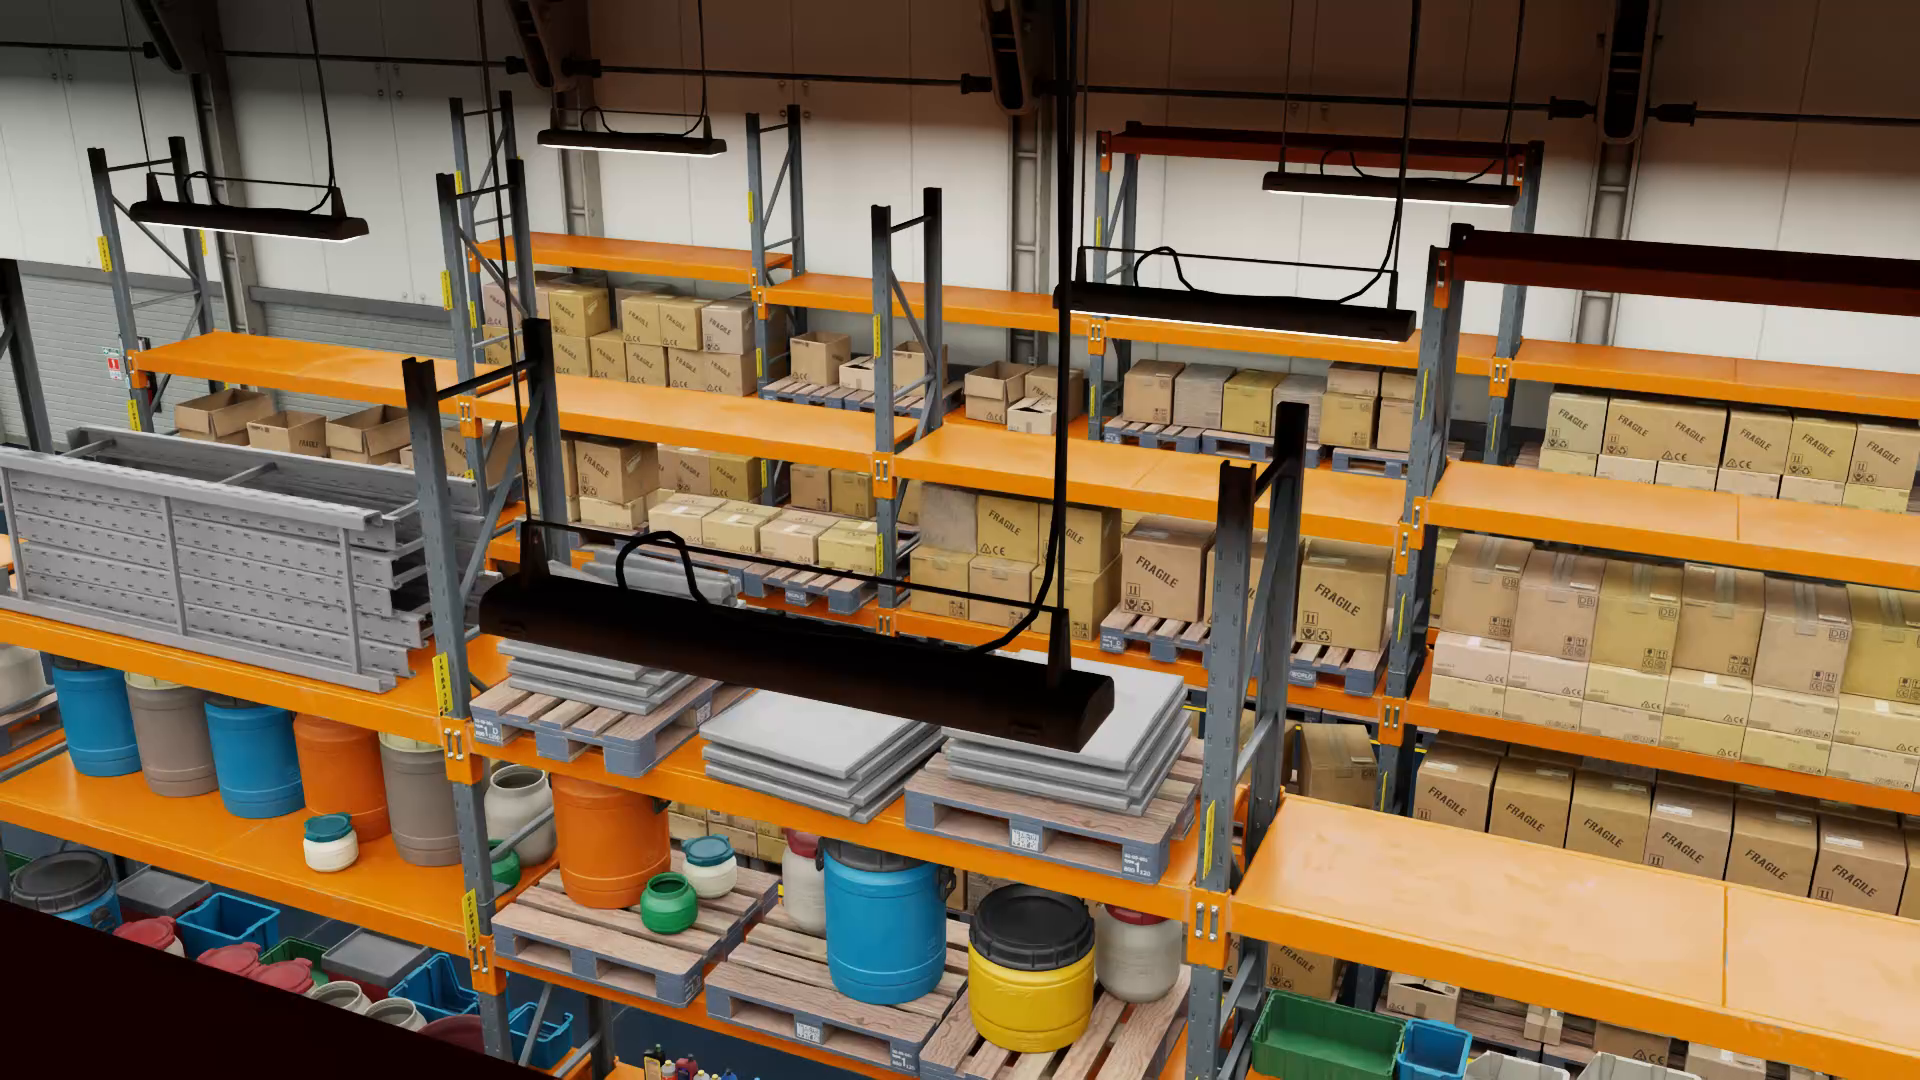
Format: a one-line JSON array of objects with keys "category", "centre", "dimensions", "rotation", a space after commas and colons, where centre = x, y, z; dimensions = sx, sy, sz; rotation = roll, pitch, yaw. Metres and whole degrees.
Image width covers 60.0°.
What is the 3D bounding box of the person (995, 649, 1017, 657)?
[{"category": "person", "centre": [0.556, 1.485, 16.218], "dimensions": [0.518, 1.779, 0.566], "rotation": [14, 25, 32]}]
